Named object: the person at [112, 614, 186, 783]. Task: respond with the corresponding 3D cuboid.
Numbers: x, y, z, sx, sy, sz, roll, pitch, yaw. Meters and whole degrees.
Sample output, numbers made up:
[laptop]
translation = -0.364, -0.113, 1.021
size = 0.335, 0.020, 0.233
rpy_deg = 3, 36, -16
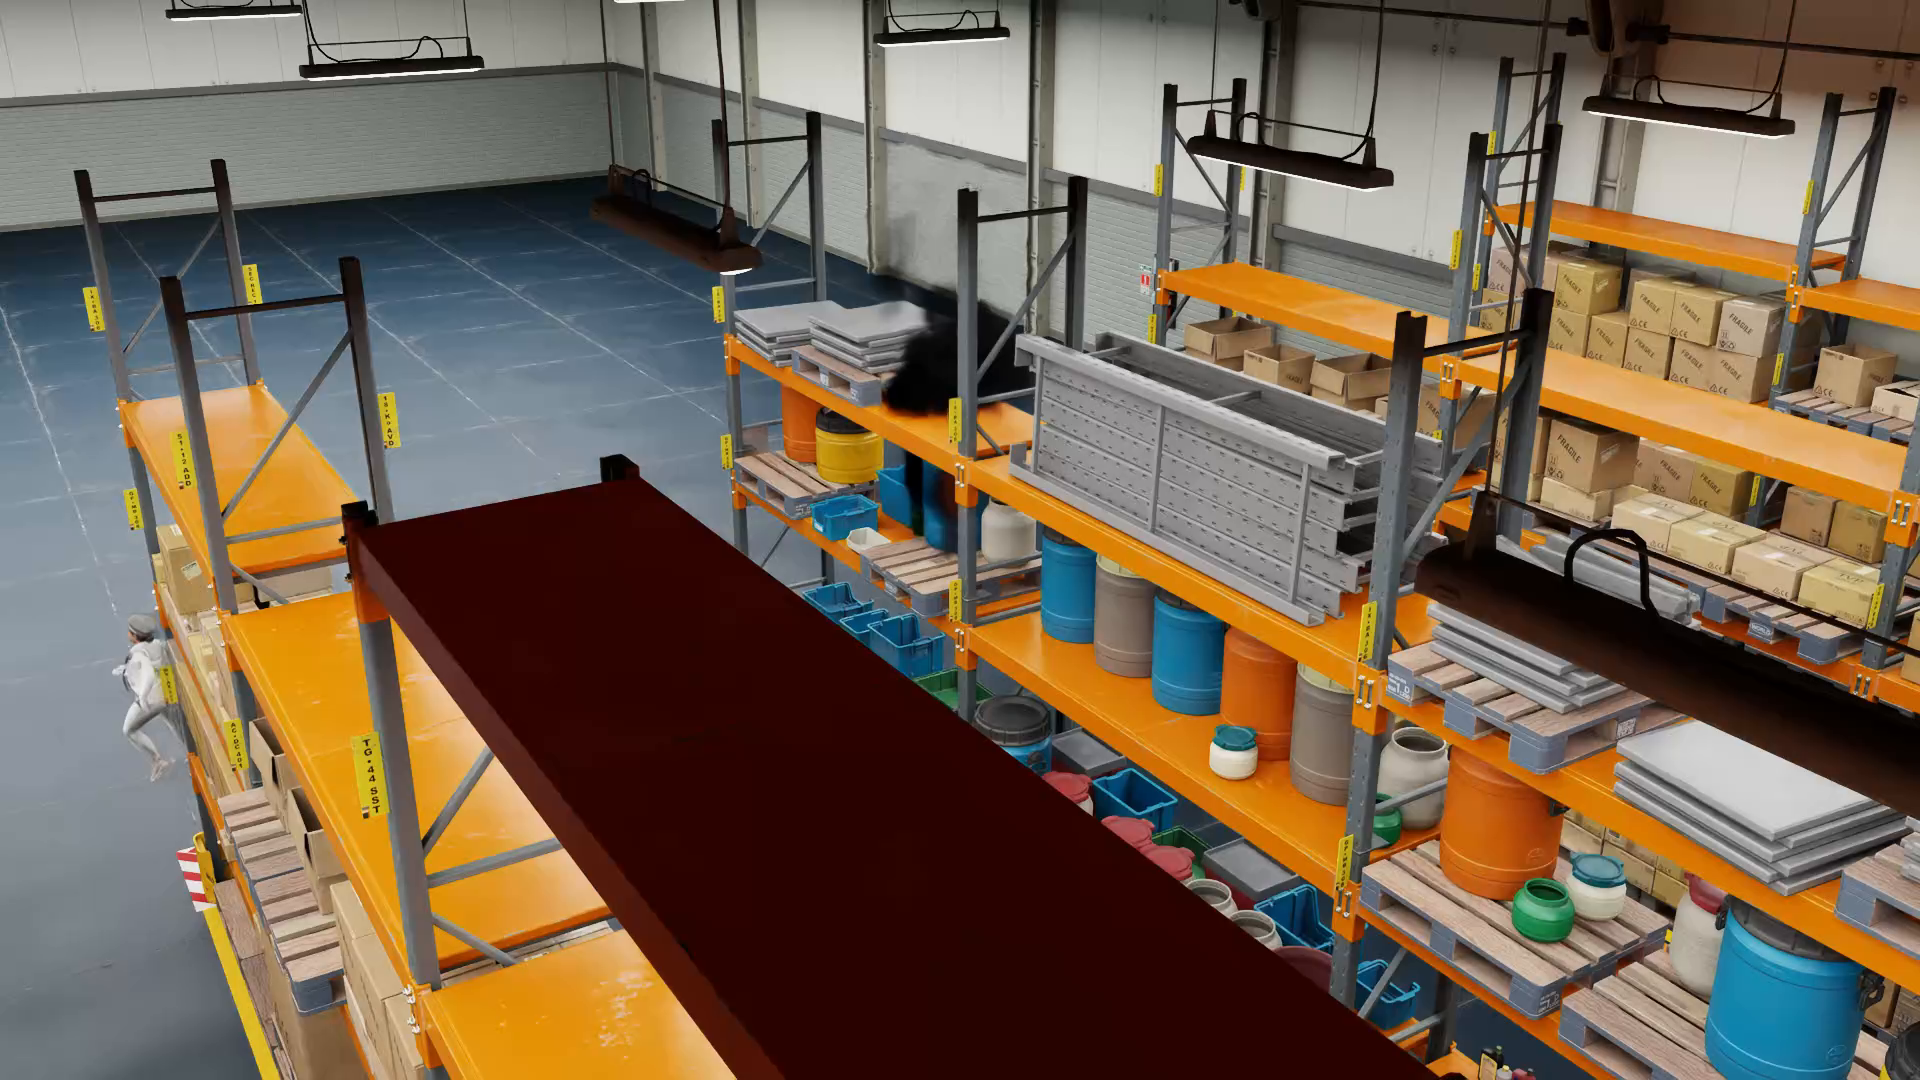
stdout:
[person]
translation = -7.446, 1.498, 15.386
size = 0.841, 1.698, 0.626
rpy_deg = 4, 22, 9
